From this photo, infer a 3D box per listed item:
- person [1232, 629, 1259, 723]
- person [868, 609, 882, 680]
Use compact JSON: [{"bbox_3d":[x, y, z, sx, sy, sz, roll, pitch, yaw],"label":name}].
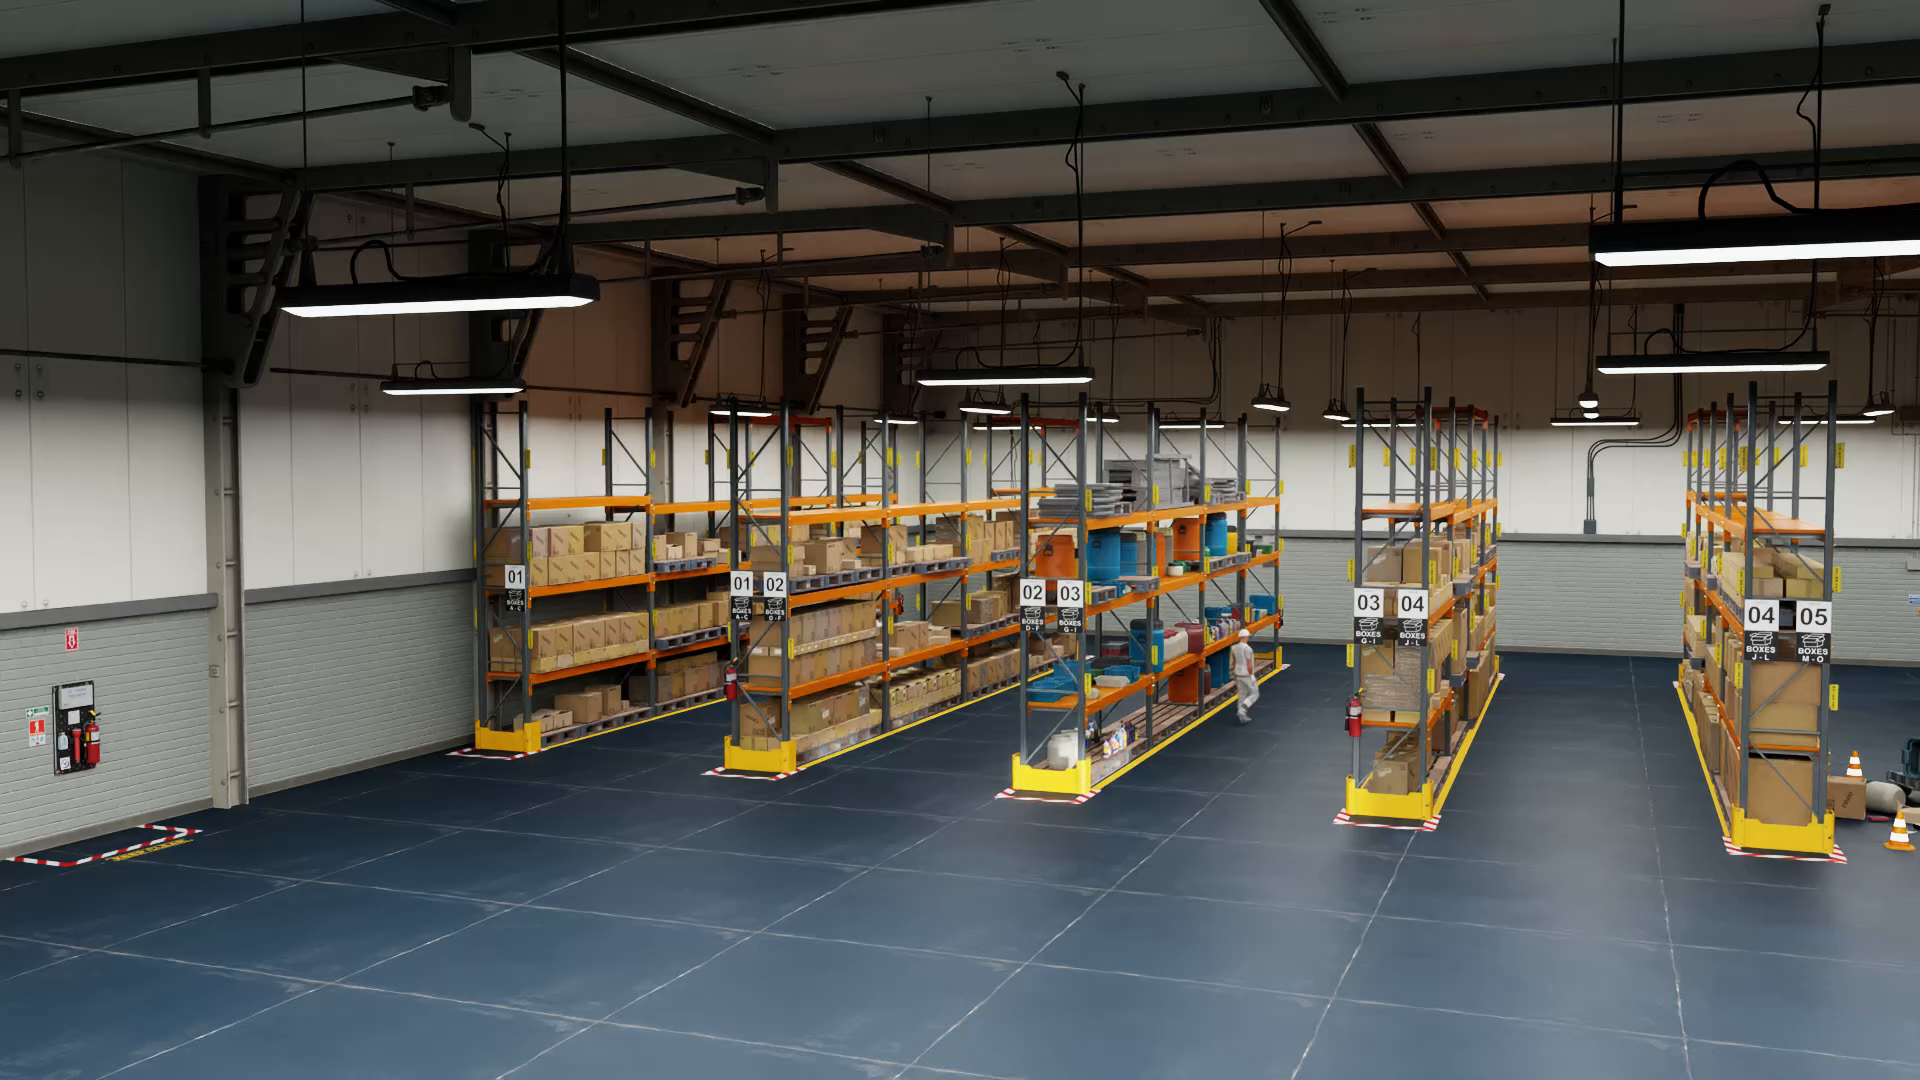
[{"bbox_3d":[5.371,2.584,31.521,0.469,1.783,0.660,-1,3,-28],"label":"person"},{"bbox_3d":[-1.886,2.368,36.907,0.428,1.677,0.507,-3,4,-44],"label":"person"}]
